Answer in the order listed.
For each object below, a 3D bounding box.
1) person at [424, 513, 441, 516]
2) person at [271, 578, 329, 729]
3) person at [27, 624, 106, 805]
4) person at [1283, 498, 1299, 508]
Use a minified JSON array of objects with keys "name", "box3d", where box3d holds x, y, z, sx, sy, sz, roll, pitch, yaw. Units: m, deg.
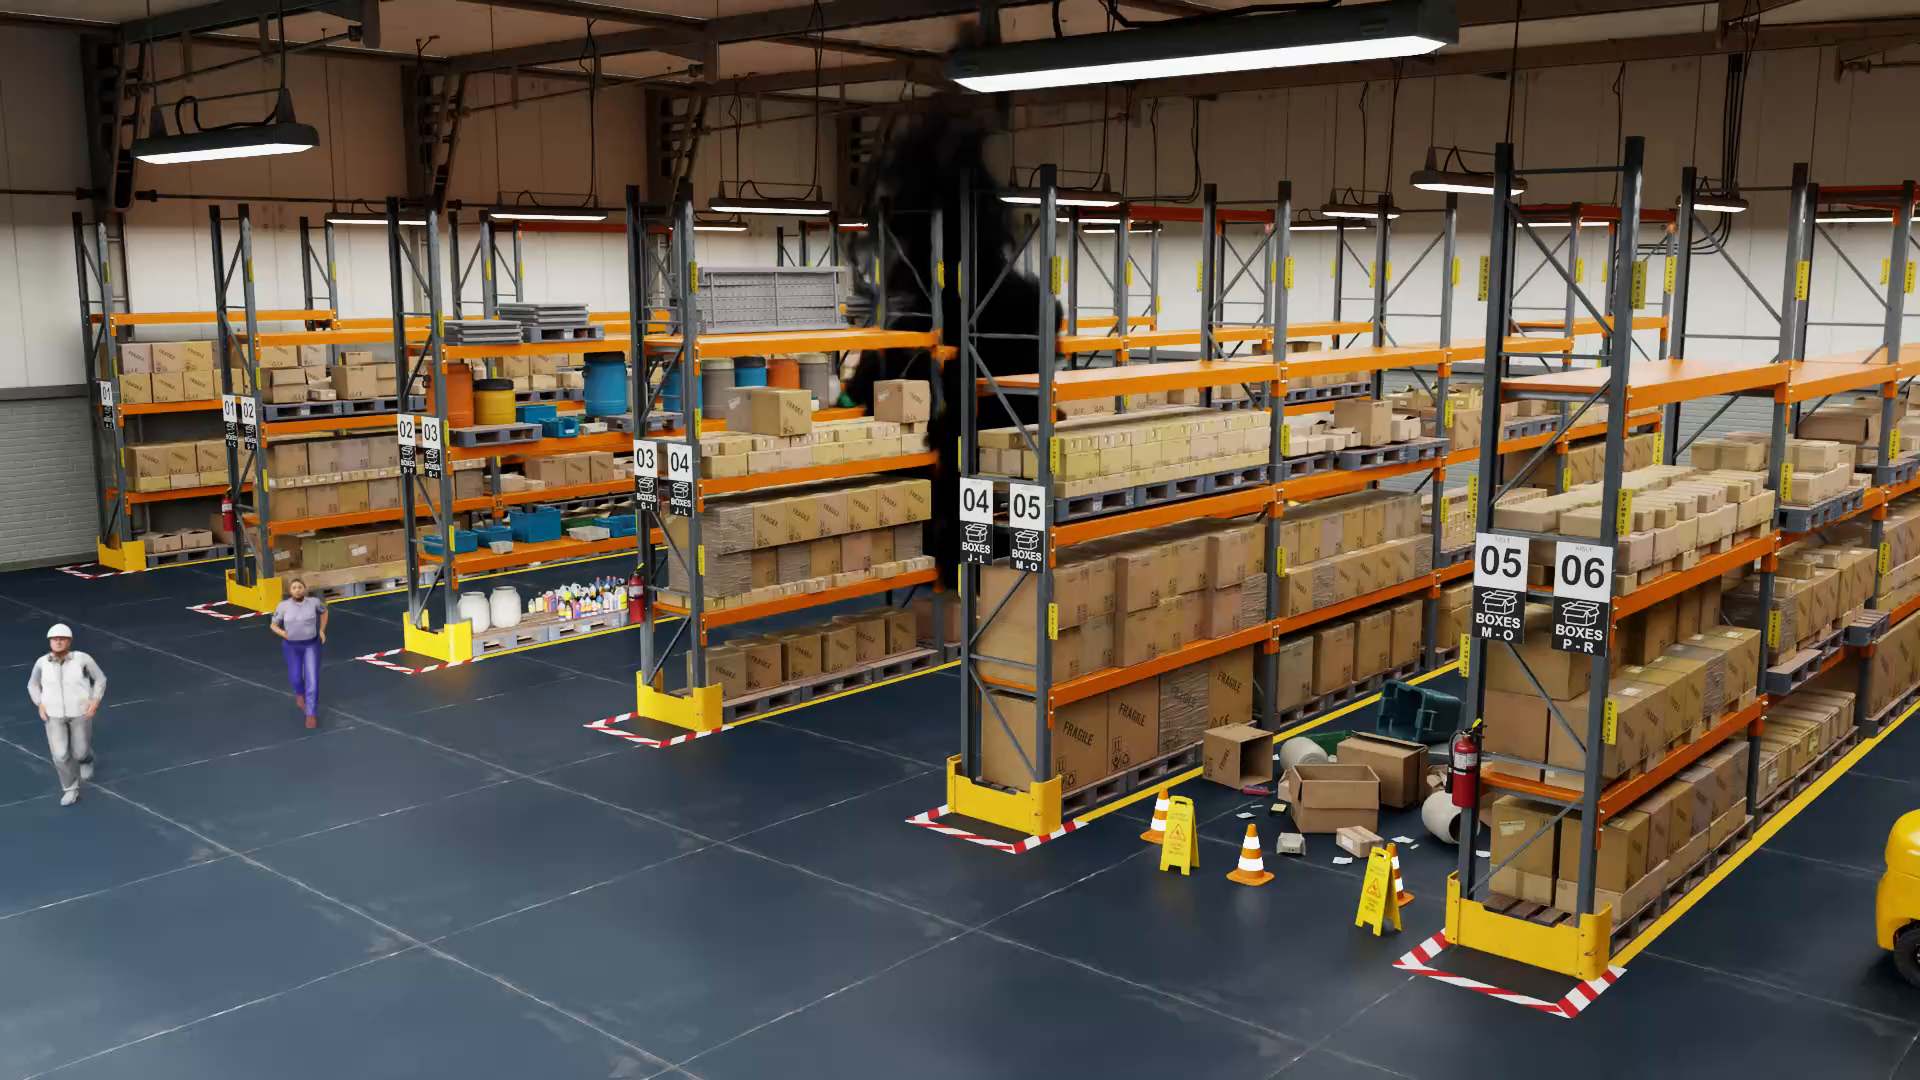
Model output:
[{"name":"person","box3d":[-9.461,-0.500,29.872,0.507,1.461,0.512,6,11,30]},{"name":"person","box3d":[-7.465,1.239,18.852,0.613,1.648,0.934,-3,10,-19]},{"name":"person","box3d":[-8.663,1.654,16.172,0.687,1.731,0.641,-4,10,-21]},{"name":"person","box3d":[4.987,0.035,25.762,0.673,1.812,0.706,8,12,39]}]
